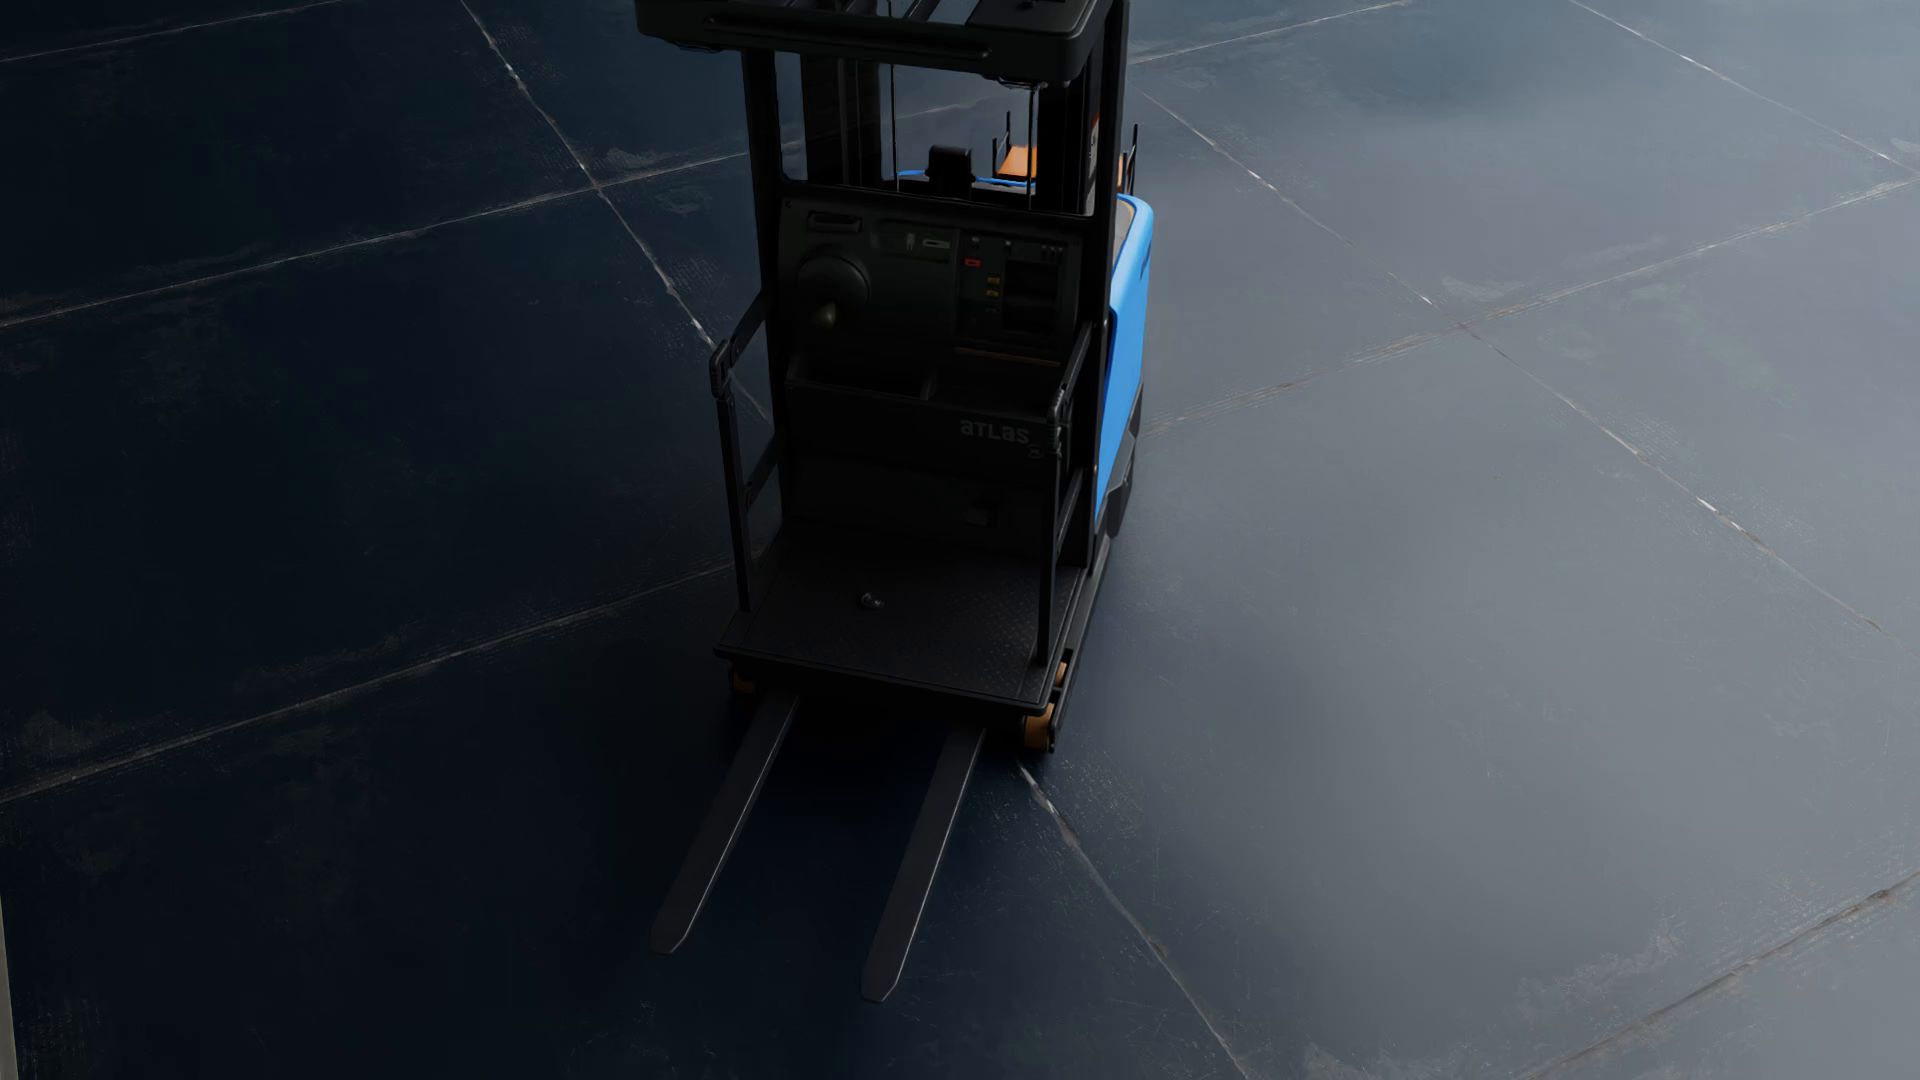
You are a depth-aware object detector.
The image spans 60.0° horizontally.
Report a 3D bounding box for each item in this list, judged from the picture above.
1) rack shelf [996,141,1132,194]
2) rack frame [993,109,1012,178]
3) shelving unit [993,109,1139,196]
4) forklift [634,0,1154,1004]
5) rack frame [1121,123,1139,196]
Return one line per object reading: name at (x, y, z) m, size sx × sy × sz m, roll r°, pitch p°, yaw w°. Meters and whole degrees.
rack shelf at (0.397, -1.369, 6.331) m, size 0.480 × 0.148 × 0.258 m, roll 10°, pitch 41°, yaw 11°
rack frame at (0.161, -1.109, 6.632) m, size 0.015 × 1.200 × 0.240 m, roll 10°, pitch 41°, yaw 11°
shelving unit at (0.397, -1.069, 6.584) m, size 0.503 × 1.200 × 0.258 m, roll 10°, pitch 41°, yaw 11°
forklift at (-0.148, -0.712, 4.822) m, size 1.130 × 2.935 × 3.031 m, roll 10°, pitch 41°, yaw 11°
rack frame at (0.633, -1.029, 6.537) m, size 0.015 × 1.200 × 0.240 m, roll 10°, pitch 41°, yaw 11°
